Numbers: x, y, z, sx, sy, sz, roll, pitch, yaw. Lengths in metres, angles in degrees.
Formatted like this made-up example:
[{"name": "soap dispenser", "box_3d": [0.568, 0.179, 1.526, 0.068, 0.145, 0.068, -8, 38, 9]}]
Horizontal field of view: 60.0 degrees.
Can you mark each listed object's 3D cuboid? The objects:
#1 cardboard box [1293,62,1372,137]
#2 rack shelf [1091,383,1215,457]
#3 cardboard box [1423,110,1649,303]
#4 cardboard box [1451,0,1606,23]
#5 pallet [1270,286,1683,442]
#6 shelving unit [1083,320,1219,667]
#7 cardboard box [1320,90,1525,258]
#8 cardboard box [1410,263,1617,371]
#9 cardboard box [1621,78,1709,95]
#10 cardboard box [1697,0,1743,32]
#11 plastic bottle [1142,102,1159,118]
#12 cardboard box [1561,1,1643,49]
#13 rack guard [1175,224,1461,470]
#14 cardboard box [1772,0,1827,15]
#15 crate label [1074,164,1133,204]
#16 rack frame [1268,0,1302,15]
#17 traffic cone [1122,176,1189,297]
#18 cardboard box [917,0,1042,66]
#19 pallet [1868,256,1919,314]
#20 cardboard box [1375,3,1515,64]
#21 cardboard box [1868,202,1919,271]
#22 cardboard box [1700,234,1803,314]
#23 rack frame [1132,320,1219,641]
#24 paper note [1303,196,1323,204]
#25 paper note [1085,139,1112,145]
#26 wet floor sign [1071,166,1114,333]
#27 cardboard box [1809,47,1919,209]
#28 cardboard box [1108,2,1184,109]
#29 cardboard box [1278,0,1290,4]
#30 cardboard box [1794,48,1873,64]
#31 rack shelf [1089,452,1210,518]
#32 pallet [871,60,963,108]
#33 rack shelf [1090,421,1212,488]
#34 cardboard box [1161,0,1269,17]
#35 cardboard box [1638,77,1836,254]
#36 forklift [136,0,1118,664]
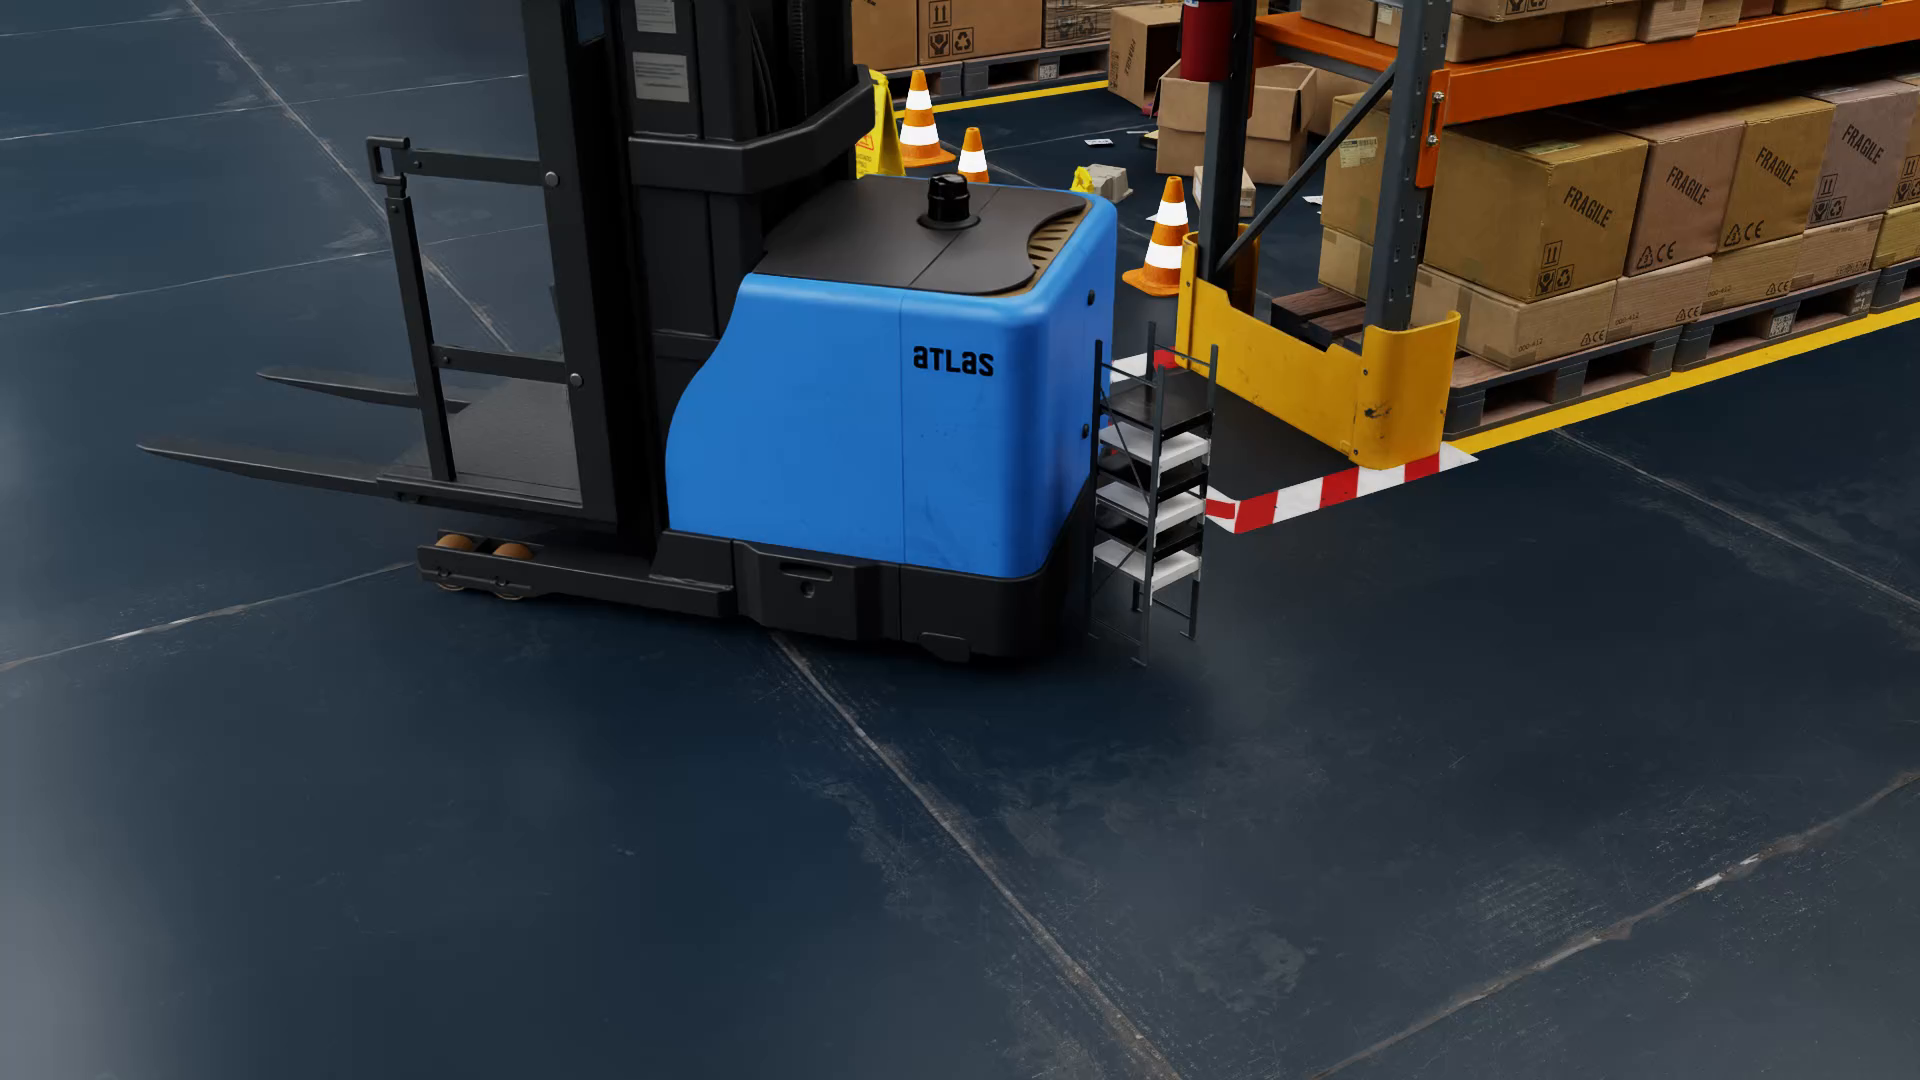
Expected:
[{"name": "cardboard box", "box_3d": [2.230, -2.491, 9.102, 0.503, 0.637, 0.797, -16, 33, -26]}, {"name": "rack shelf", "box_3d": [0.511, -0.326, 4.419, 0.200, 0.077, 0.258, -23, 36, -35]}, {"name": "cardboard box", "box_3d": [2.052, -1.204, 5.963, 0.500, 0.500, 0.500, -17, 33, -28]}, {"name": "cardboard box", "box_3d": [1.745, -1.982, 5.326, 0.500, 0.500, 0.500, -16, 33, -27]}, {"name": "pallet", "box_3d": [1.980, -0.789, 6.462, 1.213, 0.211, 1.003, -16, 33, -26]}, {"name": "shelving unit", "box_3d": [0.511, -0.119, 4.533, 0.210, 0.900, 0.258, -23, 36, -35]}, {"name": "cardboard box", "box_3d": [1.755, -1.421, 6.355, 0.500, 0.500, 0.500, -16, 33, -26]}, {"name": "cardboard box", "box_3d": [2.032, -0.870, 6.133, 0.500, 0.250, 0.500, -16, 33, -27]}, {"name": "cardboard box", "box_3d": [2.642, -1.670, 6.807, 0.500, 0.500, 0.500, -17, 33, -27]}, {"name": "cardboard box", "box_3d": [2.522, -1.914, 5.873, 0.250, 0.149, 0.380, -15, 32, -25]}, {"name": "plastic bottle", "box_3d": [1.219, -2.504, 9.724, 0.283, 0.061, 0.133, 22, 36, 34]}, {"name": "cardboard box", "box_3d": [2.074, -1.793, 5.655, 0.250, 0.149, 0.380, -17, 33, -28]}, {"name": "rack guard", "box_3d": [1.262, -0.732, 6.059, 0.348, 0.500, 1.175, -16, 33, -26]}, {"name": "cardboard box", "box_3d": [2.962, -2.056, 6.130, 0.250, 0.149, 0.380, -17, 33, -28]}, {"name": "crate label", "box_3d": [0.704, -1.794, 8.360, 0.250, 0.136, 0.298, 15, 32, 26]}, {"name": "rack frame", "box_3d": [2.050, -4.824, 10.887, 0.127, 3.000, 1.000, -16, 33, -26]}, {"name": "traffic cone", "box_3d": [0.914, -1.340, 7.198, 0.334, 0.463, 0.336, -16, 33, -26]}, {"name": "cardboard box", "box_3d": [-0.090, -3.508, 10.267, 0.875, 0.875, 0.875, -16, 33, -27]}, {"name": "pallet", "box_3d": [4.084, -1.387, 7.544, 1.213, 0.211, 1.003, -16, 33, -26]}, {"name": "cardboard box", "box_3d": [1.594, -1.694, 5.476, 0.250, 0.149, 0.380, -16, 33, -26]}, {"name": "cardboard box", "box_3d": [3.817, -1.375, 7.049, 0.500, 0.250, 0.500, -17, 33, -28]}, {"name": "cardboard box", "box_3d": [2.940, -1.130, 6.605, 0.500, 0.250, 0.500, -14, 32, -23]}, {"name": "rack frame", "box_3d": [0.587, -0.151, 4.592, 0.006, 0.900, 0.240, -23, 36, -35]}, {"name": "paper note", "box_3d": [1.811, -1.709, 8.326, 0.142, 0.019, 0.148, -5, 29, -9]}, {"name": "paper note", "box_3d": [0.778, -2.211, 9.226, 0.142, 0.017, 0.144, -5, 29, -9]}, {"name": "wet floor sign", "box_3d": [0.490, -1.176, 6.713, 0.232, 0.644, 0.267, -5, 29, -9]}, {"name": "cardboard box", "box_3d": [3.833, -1.713, 6.885, 0.500, 0.500, 0.500, -15, 32, -25]}, {"name": "cardboard box", "box_3d": [1.232, -2.923, 10.027, 0.500, 0.500, 0.500, -10, 30, -18]}, {"name": "cardboard box", "box_3d": [2.540, -4.212, 11.672, 0.750, 0.750, 1.050, -16, 33, -27]}, {"name": "cardboard box", "box_3d": [3.544, -1.927, 7.273, 0.500, 0.500, 0.500, -14, 32, -24]}, {"name": "rack shelf", "box_3d": [0.511, -0.168, 4.506, 0.200, 0.077, 0.258, -23, 36, -35]}, {"name": "pallet", "box_3d": [-0.749, -2.852, 10.200, 1.213, 0.211, 1.003, -16, 33, -26]}, {"name": "rack shelf", "box_3d": [0.511, -0.247, 4.463, 0.200, 0.077, 0.258, -23, 36, -35]}, {"name": "cardboard box", "box_3d": [1.472, -3.953, 11.073, 0.875, 0.875, 0.875, -15, 32, -26]}, {"name": "cardboard box", "box_3d": [2.937, -1.453, 6.414, 0.500, 0.500, 0.500, -15, 32, -25]}, {"name": "forklift", "box_3d": [-1.102, -1.339, 4.642, 3.031, 2.935, 1.130, 8, 30, 14]}]
